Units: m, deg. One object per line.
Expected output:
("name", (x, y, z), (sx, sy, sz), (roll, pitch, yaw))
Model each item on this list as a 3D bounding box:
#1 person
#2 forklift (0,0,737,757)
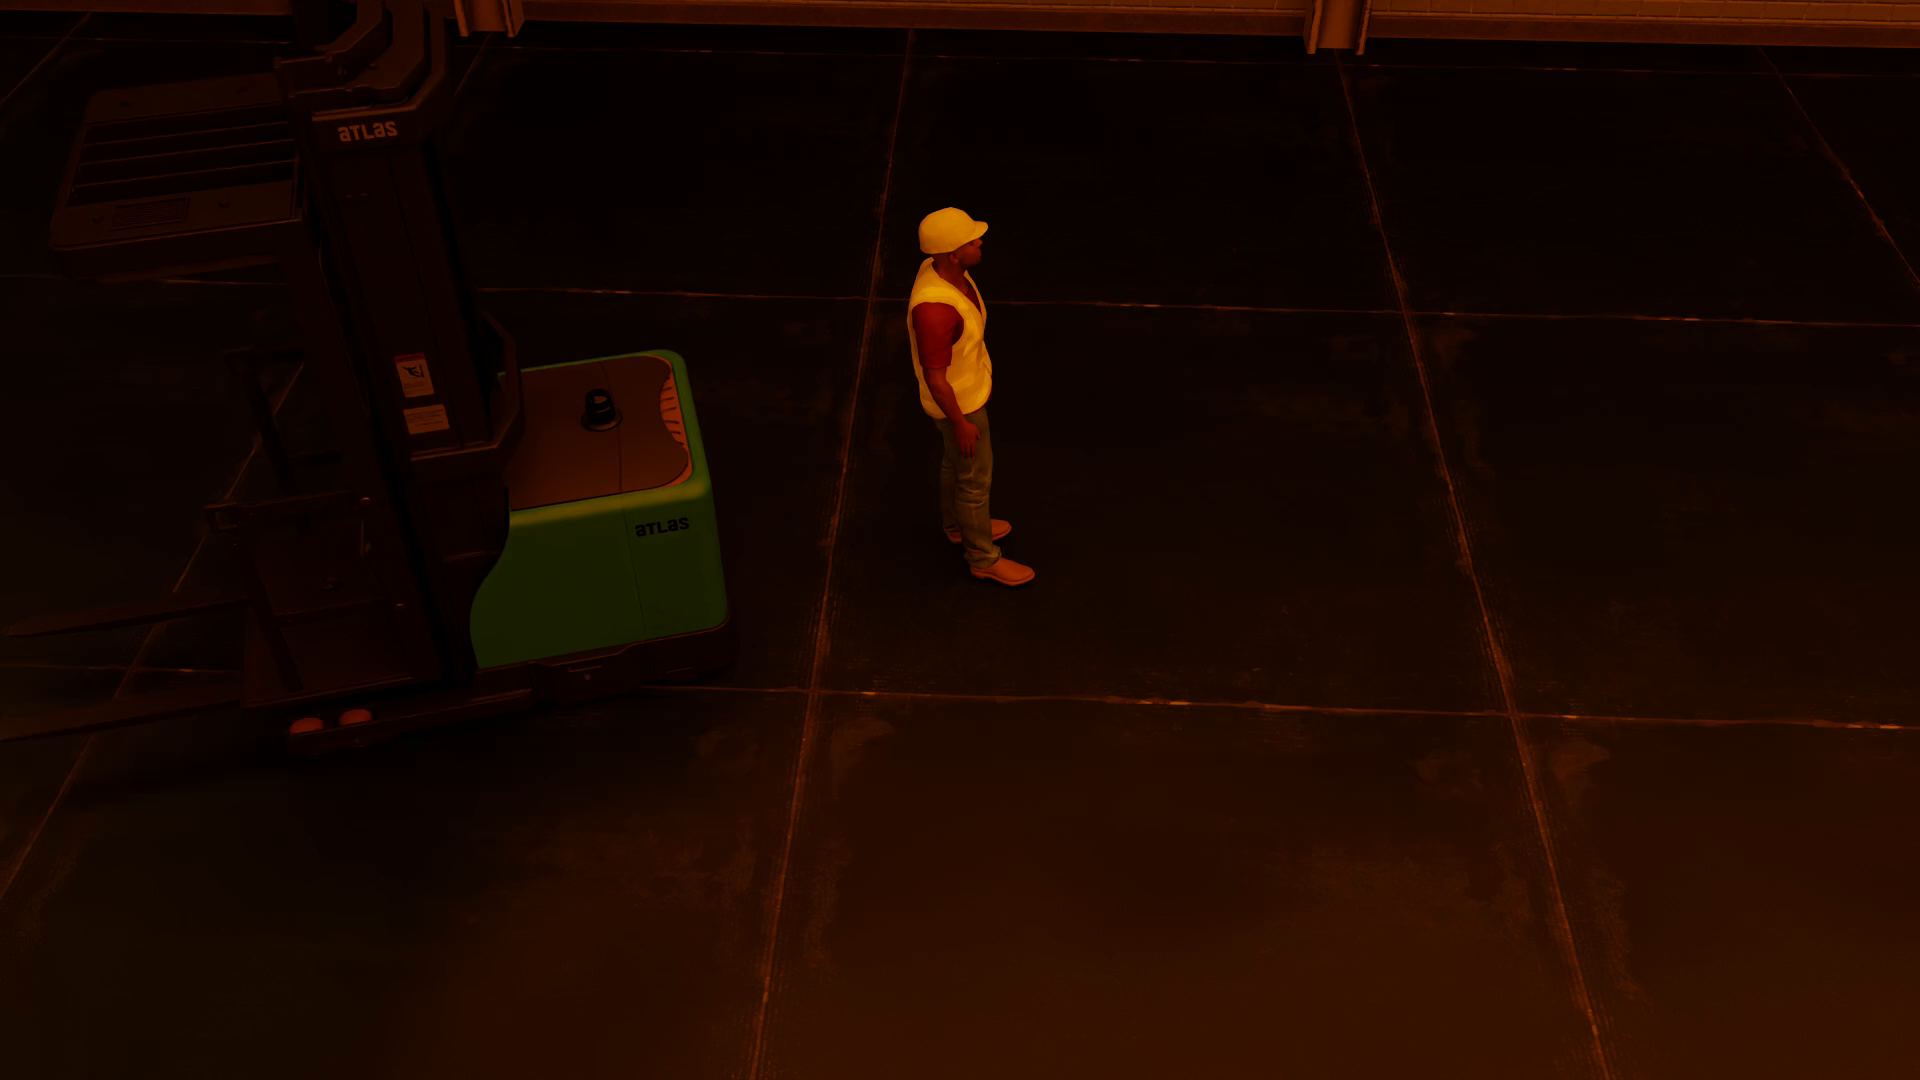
("person", (0.069, -0.651, 7.309), (0.577, 1.765, 0.665), (2, 42, 2))
("forklift", (-2.552, -0.578, 6.375), (3.031, 2.935, 1.130), (-10, 43, -10))
